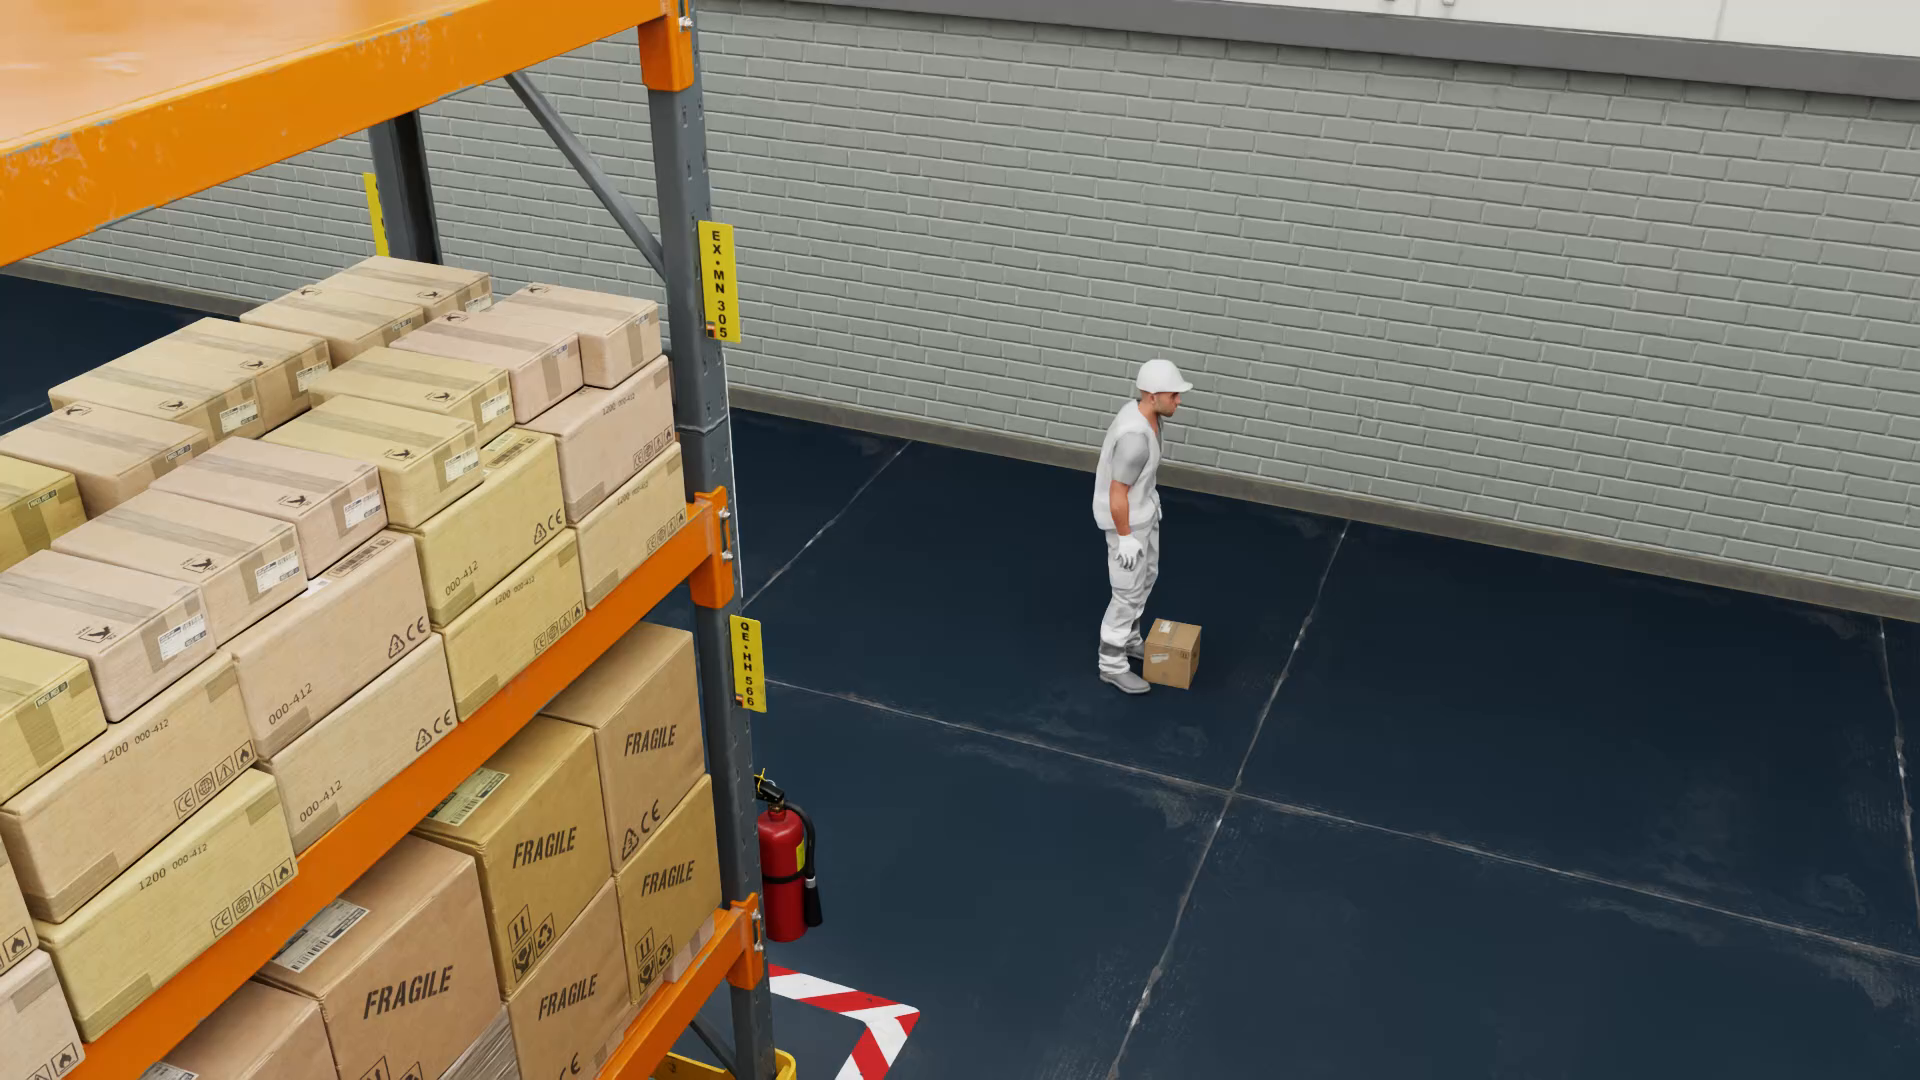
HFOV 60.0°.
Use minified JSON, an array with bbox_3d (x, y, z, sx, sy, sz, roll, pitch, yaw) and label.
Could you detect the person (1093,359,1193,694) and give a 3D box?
[{"bbox_3d":[0.917,-0.099,8.563,0.451,1.777,0.610,10,31,16],"label":"person"}]
